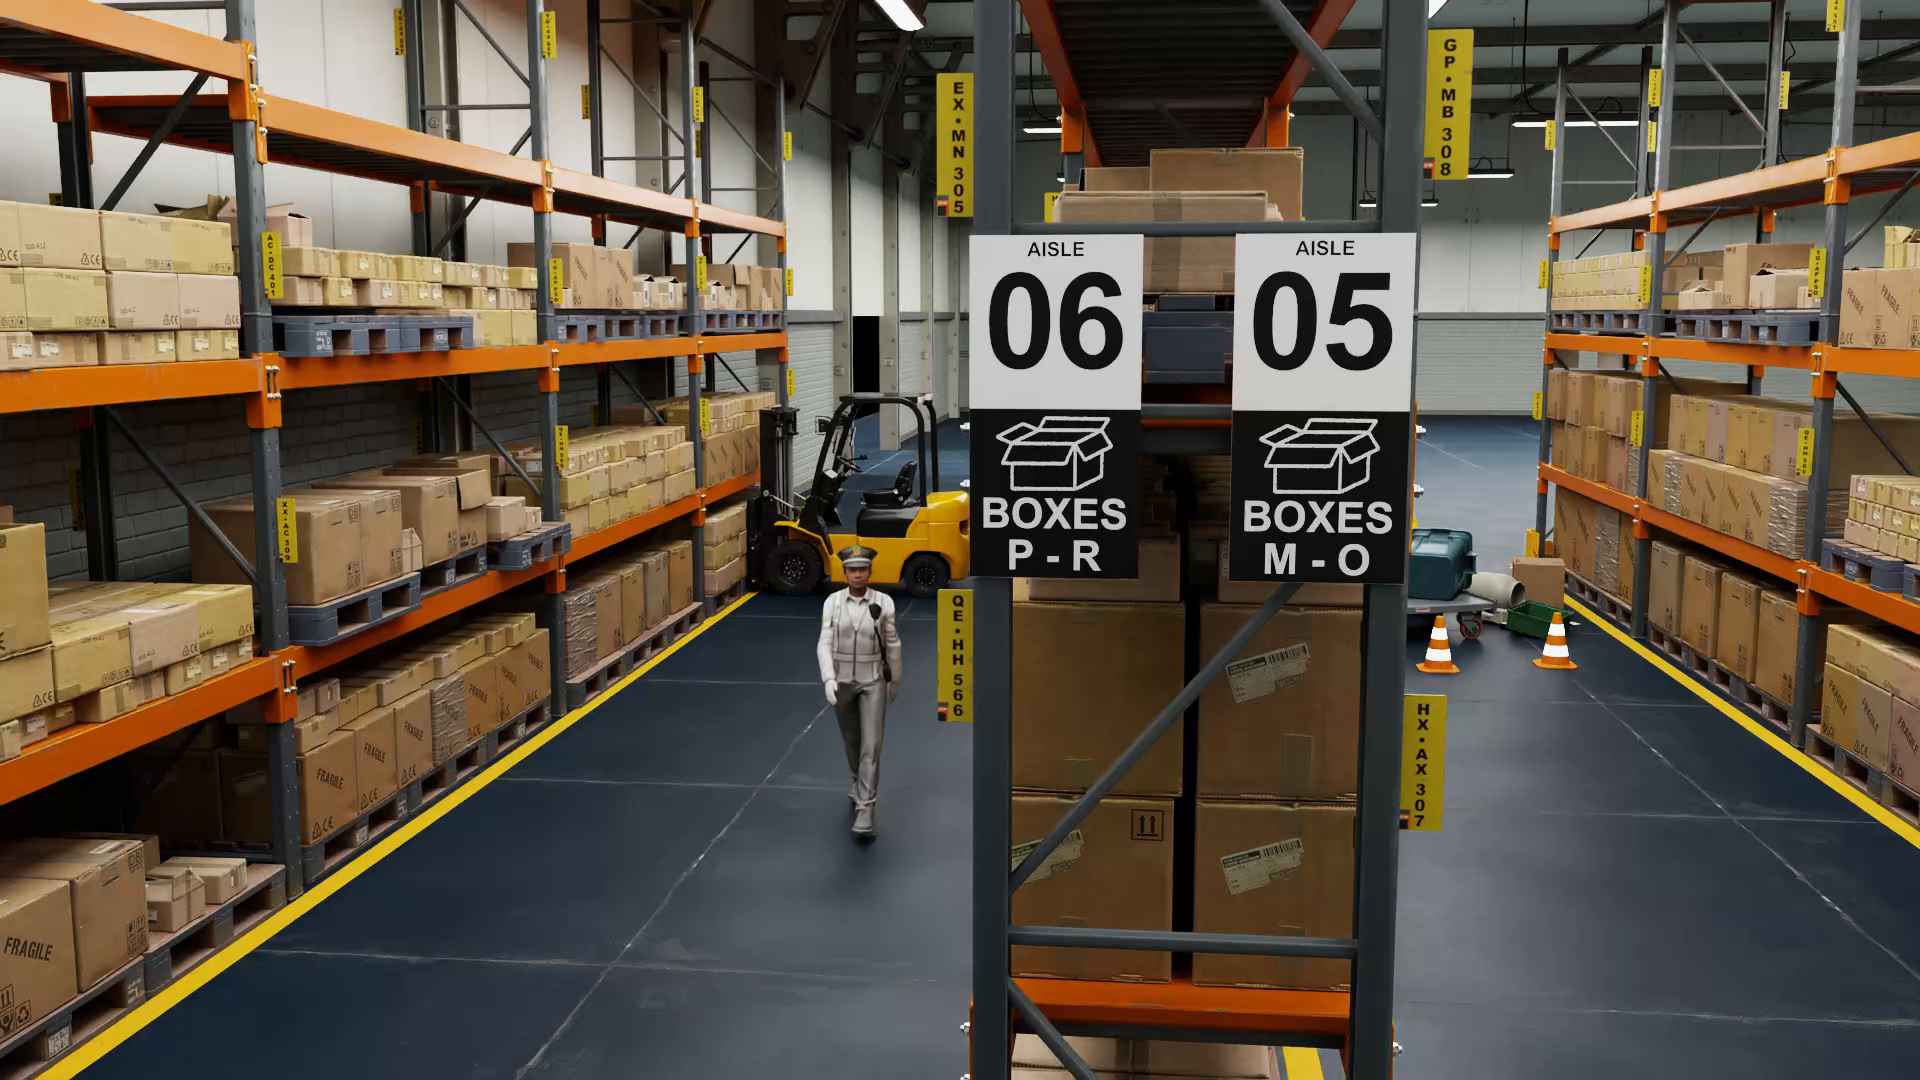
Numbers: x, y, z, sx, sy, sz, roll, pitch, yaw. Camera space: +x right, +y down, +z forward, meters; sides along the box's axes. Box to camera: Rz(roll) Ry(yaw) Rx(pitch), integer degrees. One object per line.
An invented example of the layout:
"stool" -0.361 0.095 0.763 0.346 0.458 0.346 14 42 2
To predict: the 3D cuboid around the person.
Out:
"person" -0.609 0.837 9.908 0.475 1.628 0.998 1 8 7
